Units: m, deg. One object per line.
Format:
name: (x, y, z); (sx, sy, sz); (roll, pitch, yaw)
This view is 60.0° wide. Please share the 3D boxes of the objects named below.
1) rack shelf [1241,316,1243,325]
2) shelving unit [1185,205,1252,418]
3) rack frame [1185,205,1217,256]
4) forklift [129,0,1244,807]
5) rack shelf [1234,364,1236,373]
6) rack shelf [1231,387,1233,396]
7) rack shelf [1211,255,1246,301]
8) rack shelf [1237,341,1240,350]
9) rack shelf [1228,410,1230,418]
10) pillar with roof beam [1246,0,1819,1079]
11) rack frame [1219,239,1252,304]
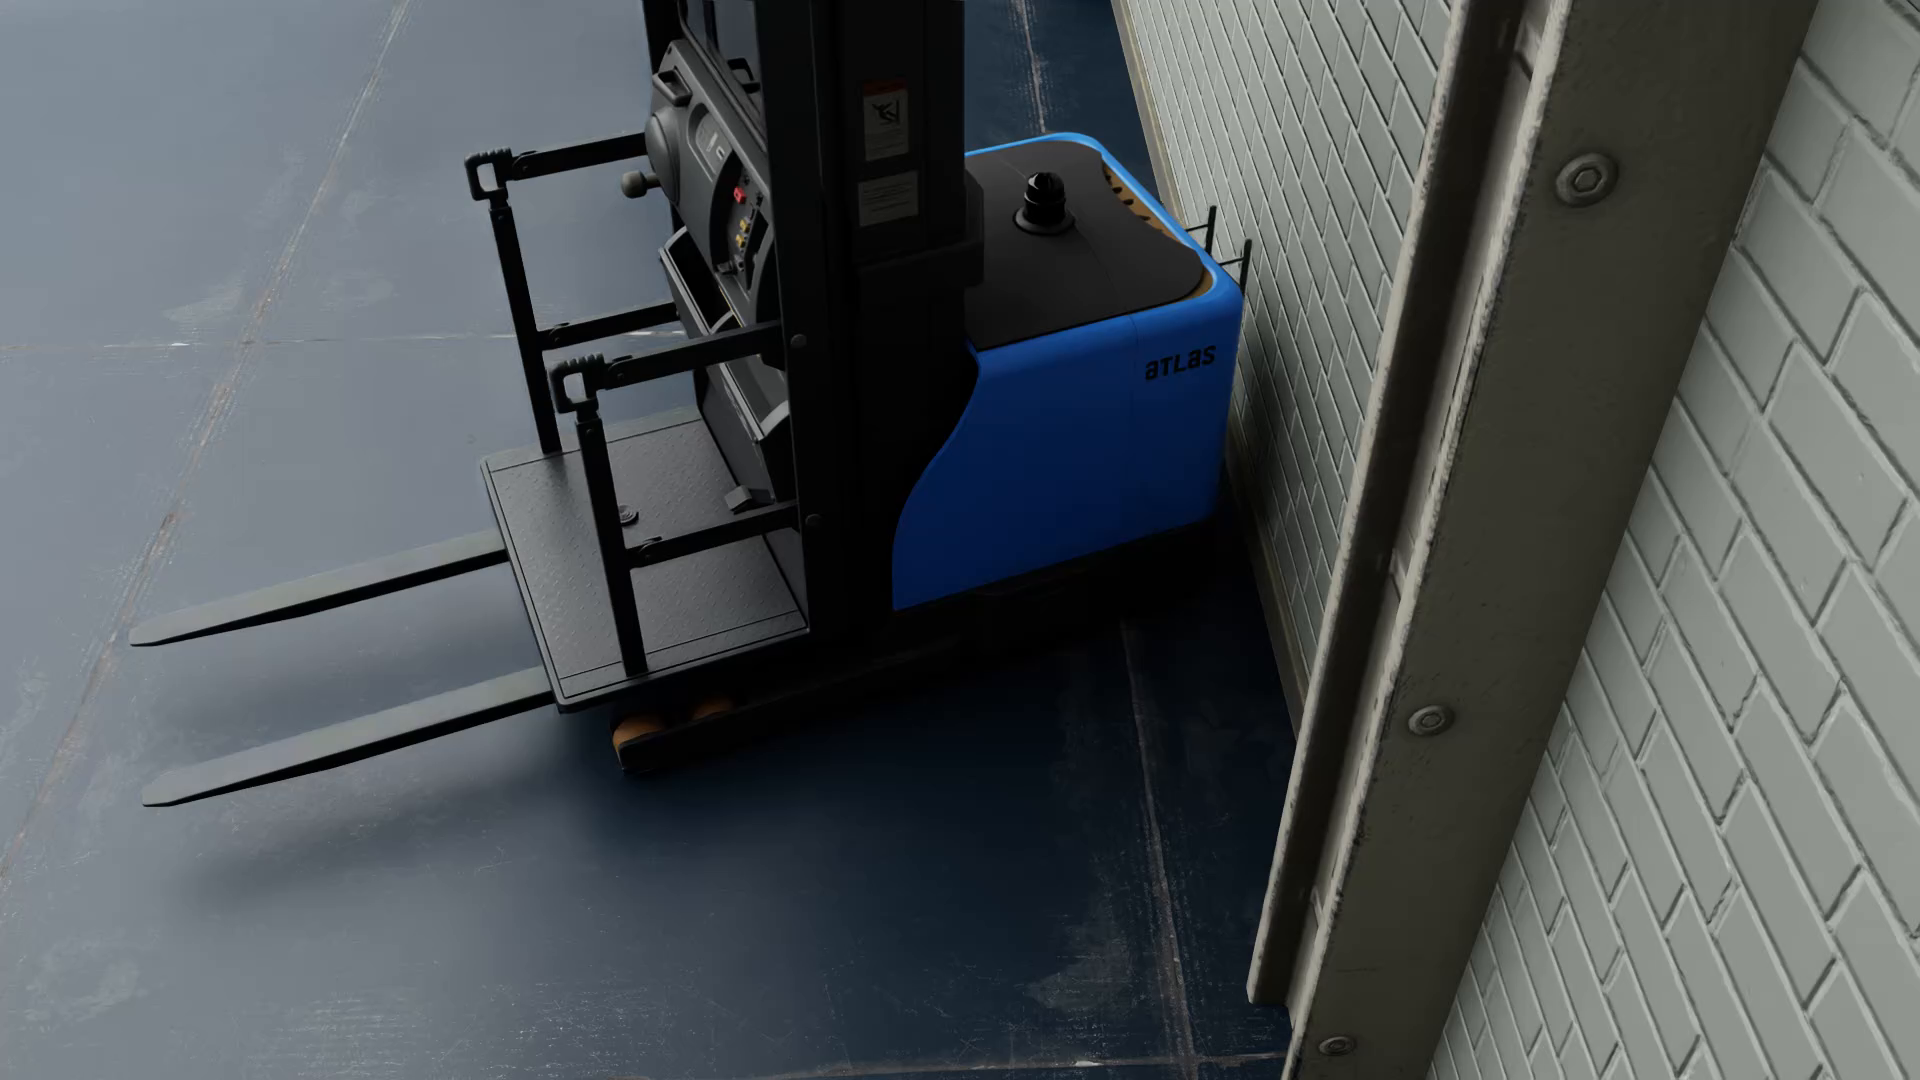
rack shelf: (0.706, -0.689, 5.119); (0.258, 0.077, 0.200); (-17, 45, -18)
shelving unit: (0.706, -0.581, 5.218); (0.258, 0.900, 0.210); (-17, 45, -18)
rack frame: (0.664, -0.644, 5.287); (0.240, 0.900, 0.006); (-17, 45, -18)
forklift: (-0.796, -0.853, 4.011); (3.031, 2.935, 1.130); (-16, 45, -17)
rack shelf: (0.706, -0.557, 5.241); (0.258, 0.077, 0.200); (-17, 45, -18)
rack shelf: (0.706, -0.490, 5.302); (0.258, 0.077, 0.200); (-17, 45, -18)
rack shelf: (0.706, -0.756, 5.058); (0.258, 0.077, 0.200); (-17, 45, -18)
rack shelf: (0.706, -0.623, 5.180); (0.258, 0.077, 0.200); (-17, 45, -18)
rack shelf: (0.706, -0.424, 5.362); (0.258, 0.077, 0.200); (-17, 45, -18)
pillar with roof beam: (-3.439, -1.980, 0.750); (9.100, 9.000, 0.400); (-2, 43, -2)
rack frame: (0.747, -0.519, 5.150); (0.240, 0.900, 0.006); (-17, 45, -18)
